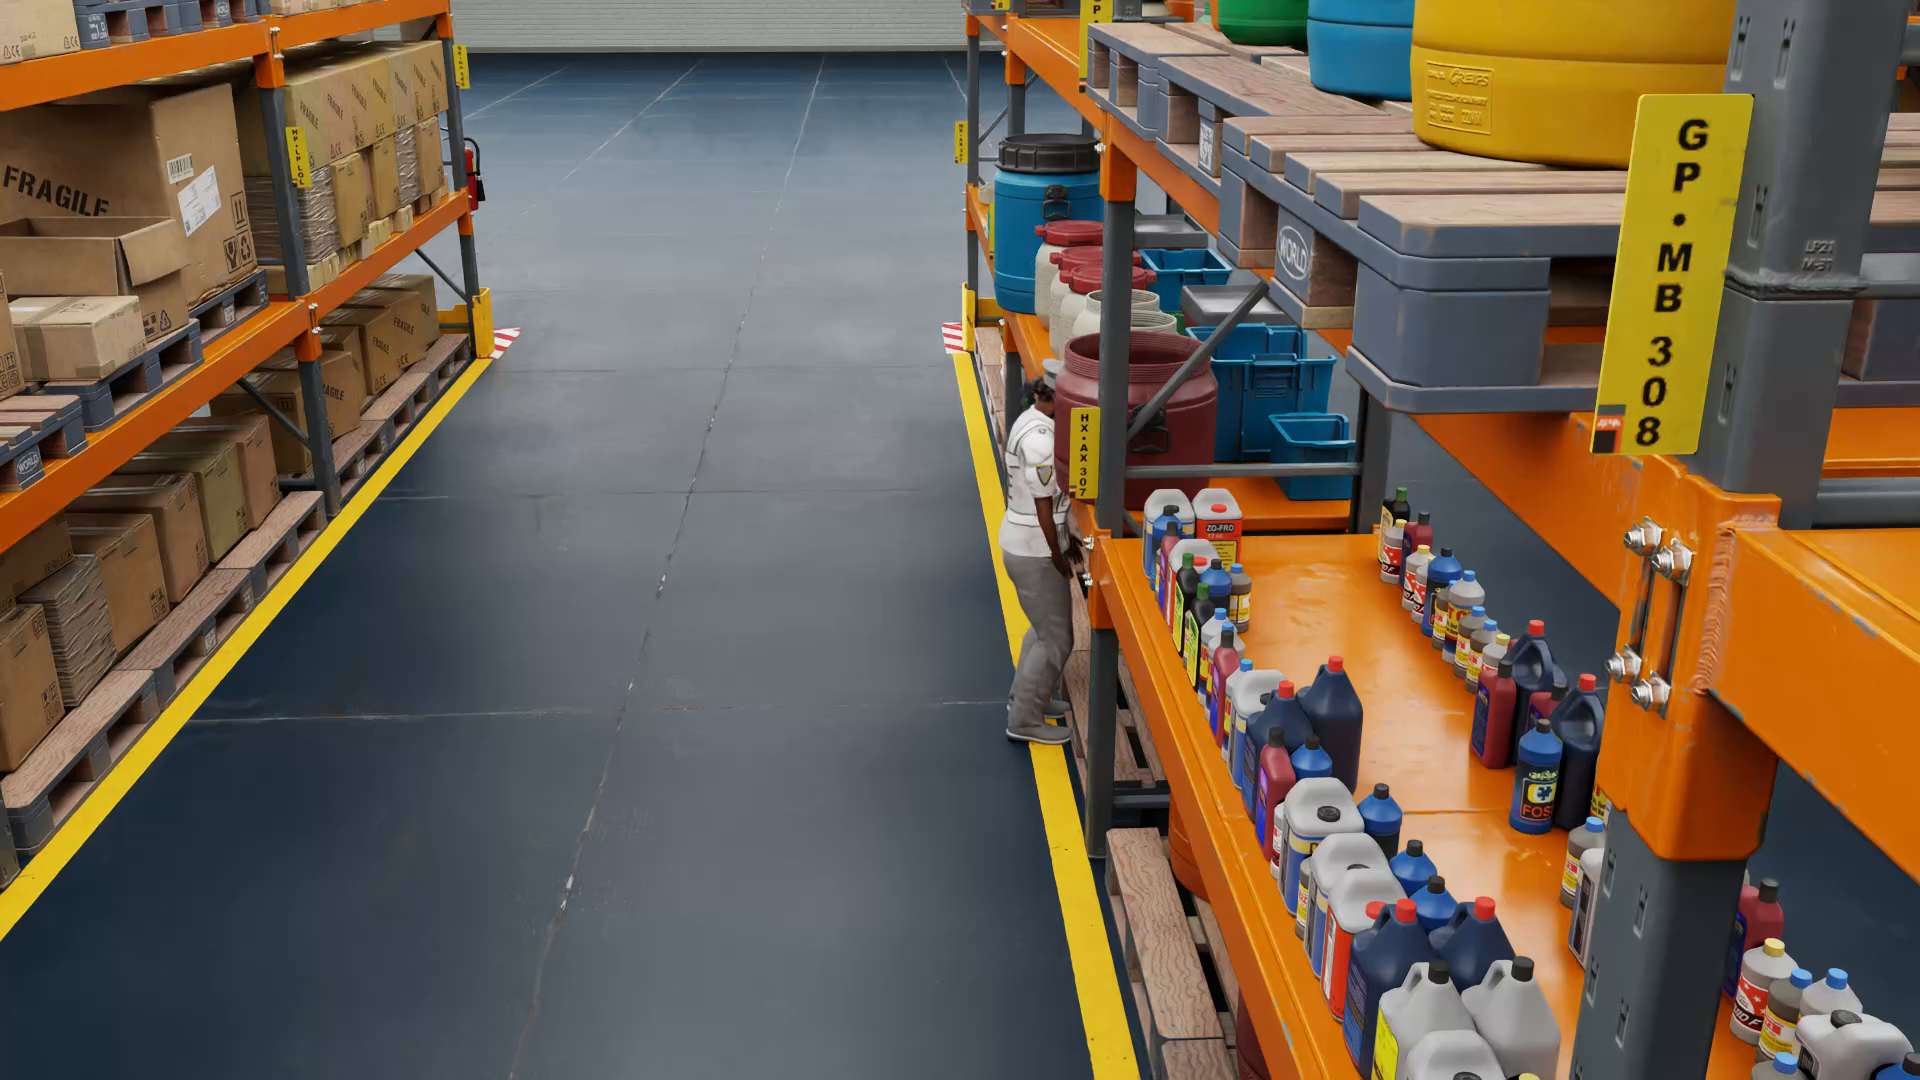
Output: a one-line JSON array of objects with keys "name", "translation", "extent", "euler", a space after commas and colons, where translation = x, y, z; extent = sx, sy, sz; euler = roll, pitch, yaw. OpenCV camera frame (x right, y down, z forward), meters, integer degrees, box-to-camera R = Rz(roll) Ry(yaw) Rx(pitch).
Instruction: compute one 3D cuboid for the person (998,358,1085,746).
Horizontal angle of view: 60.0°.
[{"name": "person", "translation": [0.365, 0.044, 7.016], "extent": [0.409, 1.637, 0.450], "euler": [1, 21, 3]}]
